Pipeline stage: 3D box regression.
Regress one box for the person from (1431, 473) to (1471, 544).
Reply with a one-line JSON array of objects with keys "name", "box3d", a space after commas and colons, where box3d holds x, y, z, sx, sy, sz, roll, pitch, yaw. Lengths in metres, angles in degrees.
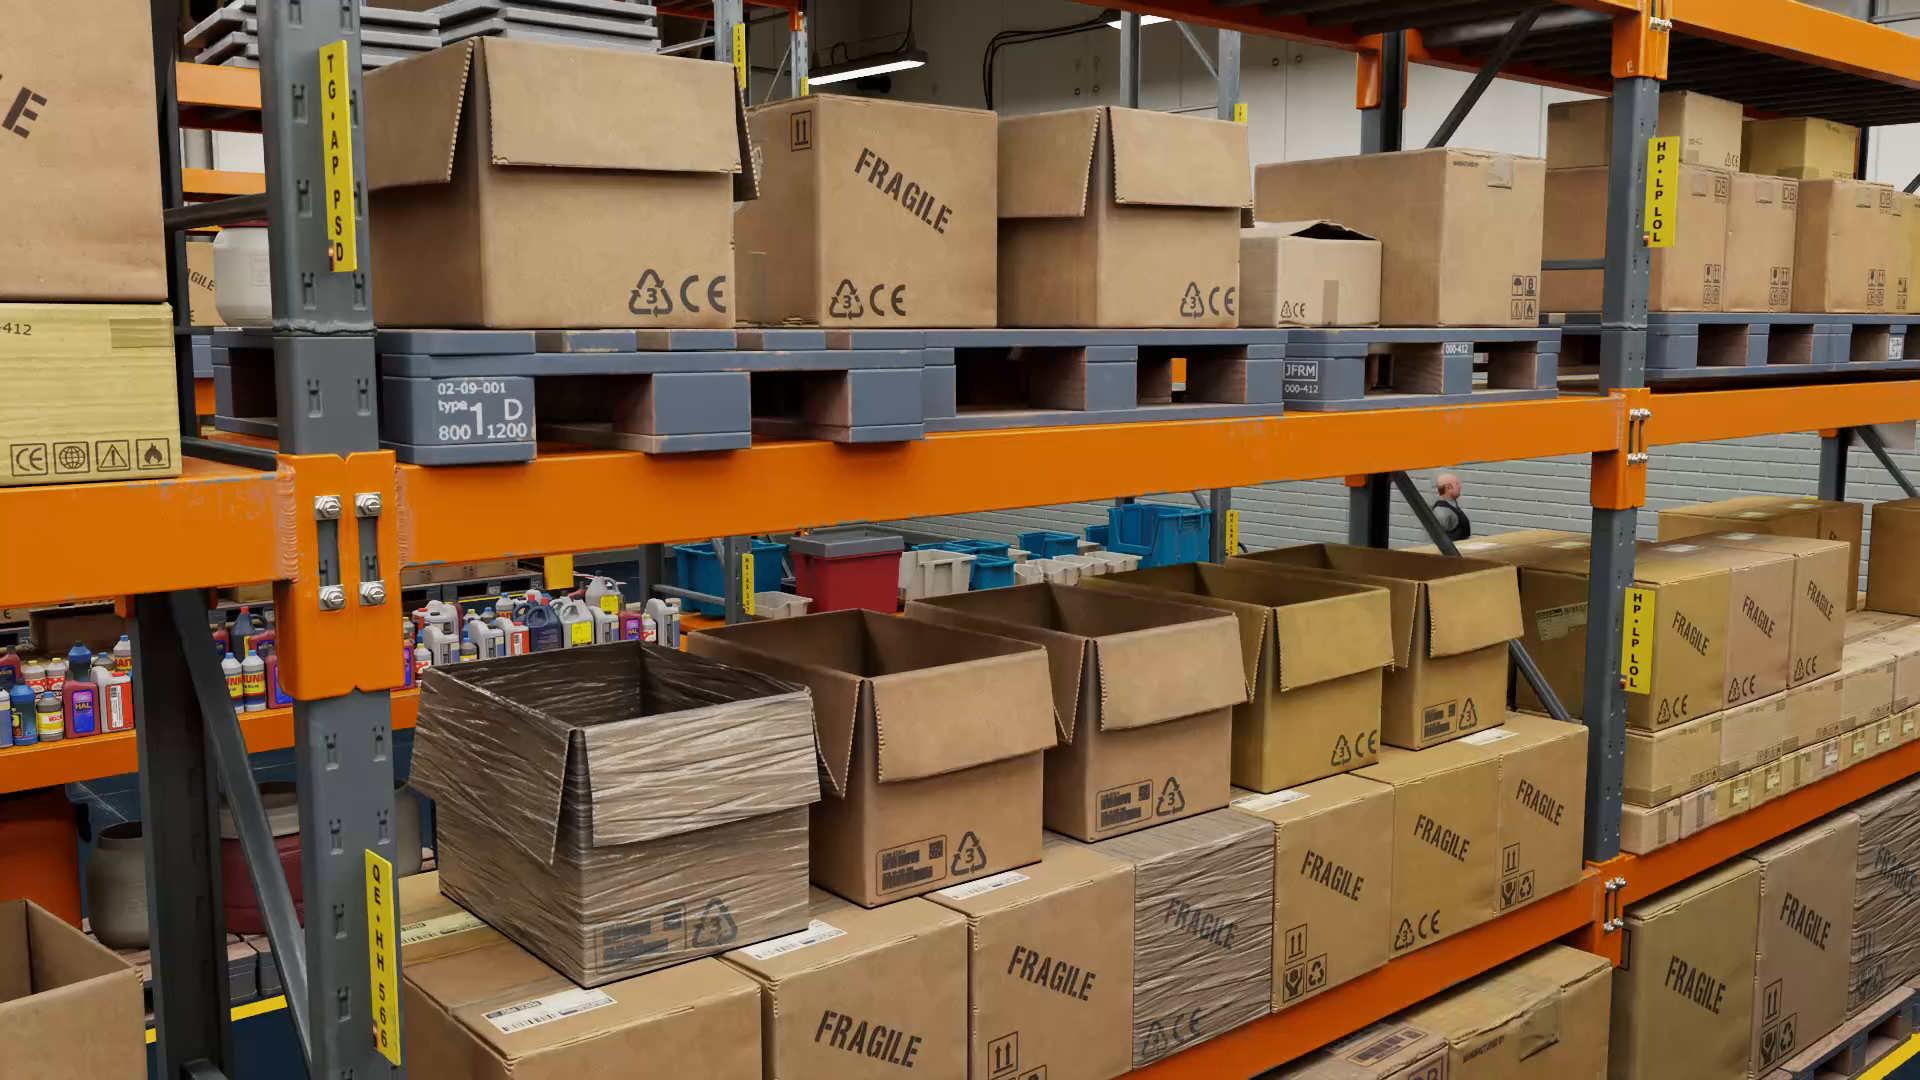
[{"name": "person", "box3d": [4.490, 0.249, 14.899, 0.863, 1.703, 0.572, 2, 8, 17]}]
